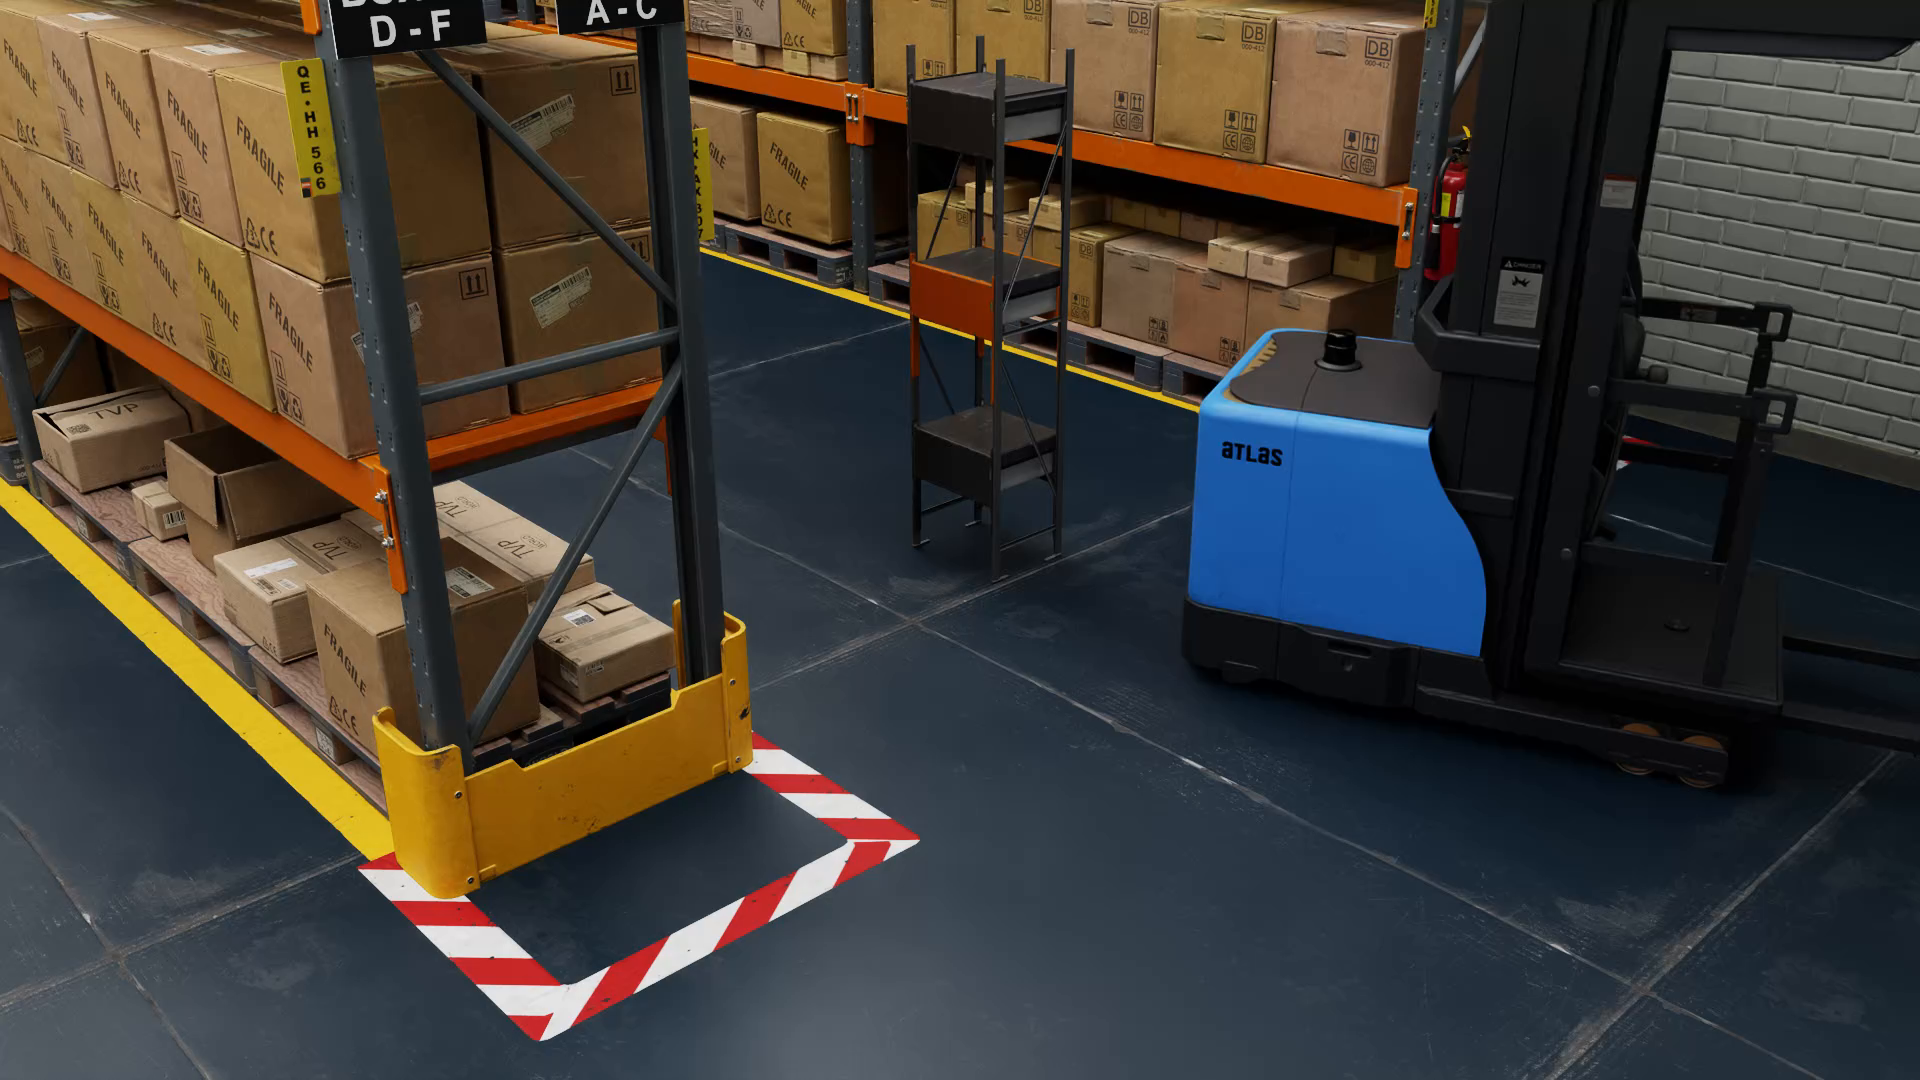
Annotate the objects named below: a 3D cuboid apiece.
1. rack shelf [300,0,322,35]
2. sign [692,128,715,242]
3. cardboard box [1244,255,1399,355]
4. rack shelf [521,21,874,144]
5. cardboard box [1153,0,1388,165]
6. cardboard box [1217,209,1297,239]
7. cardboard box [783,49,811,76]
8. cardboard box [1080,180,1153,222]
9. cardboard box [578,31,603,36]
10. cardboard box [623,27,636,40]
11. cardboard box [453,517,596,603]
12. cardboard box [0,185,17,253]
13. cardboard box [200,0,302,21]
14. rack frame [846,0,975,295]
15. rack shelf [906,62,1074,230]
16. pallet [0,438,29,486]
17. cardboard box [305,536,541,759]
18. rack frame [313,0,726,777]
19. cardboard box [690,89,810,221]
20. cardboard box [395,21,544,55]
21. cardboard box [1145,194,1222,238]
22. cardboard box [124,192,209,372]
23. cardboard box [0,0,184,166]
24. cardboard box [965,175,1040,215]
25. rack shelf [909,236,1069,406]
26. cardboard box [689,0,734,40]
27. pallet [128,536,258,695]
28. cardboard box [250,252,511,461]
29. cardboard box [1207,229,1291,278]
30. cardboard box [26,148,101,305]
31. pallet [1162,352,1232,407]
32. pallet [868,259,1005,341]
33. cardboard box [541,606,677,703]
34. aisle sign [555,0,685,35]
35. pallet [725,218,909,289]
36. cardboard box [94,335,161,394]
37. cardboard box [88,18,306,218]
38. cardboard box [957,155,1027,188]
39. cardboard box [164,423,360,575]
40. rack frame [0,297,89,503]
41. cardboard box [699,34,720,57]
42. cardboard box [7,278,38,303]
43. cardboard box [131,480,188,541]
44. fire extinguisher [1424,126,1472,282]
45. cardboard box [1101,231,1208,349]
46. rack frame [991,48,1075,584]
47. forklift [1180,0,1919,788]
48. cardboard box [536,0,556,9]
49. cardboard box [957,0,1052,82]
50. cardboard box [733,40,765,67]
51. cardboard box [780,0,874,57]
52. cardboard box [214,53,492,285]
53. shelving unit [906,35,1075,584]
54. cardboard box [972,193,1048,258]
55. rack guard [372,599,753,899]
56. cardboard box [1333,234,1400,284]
[{"bbox_3d":[-2.531,-2.128,5.554,1.077,0.370,4.000,-21,32,-38],"label":"rack shelf"},{"bbox_3d":[-0.768,-1.033,4.857,0.100,0.325,0.005,-21,32,-38],"label":"sign"},{"bbox_3d":[1.898,-1.129,8.616,0.700,0.500,0.500,-21,32,-38],"label":"cardboard box"},{"bbox_3d":[-1.652,-3.382,11.916,1.077,0.370,4.000,-21,32,-38],"label":"rack shelf"},{"bbox_3d":[1.588,-2.397,8.528,0.980,0.700,0.700,-22,32,-39],"label":"cardboard box"},{"bbox_3d":[1.612,-1.672,9.025,0.380,0.149,0.250,-21,32,-38],"label":"cardboard box"},{"bbox_3d":[-0.912,-3.090,10.688,0.380,0.149,0.250,-21,32,-38],"label":"cardboard box"},{"bbox_3d":[0.912,-1.981,9.703,0.380,0.149,0.250,-21,32,-38],"label":"cardboard box"},{"bbox_3d":[-2.677,-3.861,12.378,0.380,0.149,0.250,-20,31,-37],"label":"cardboard box"},{"bbox_3d":[-2.231,-3.744,12.121,0.380,0.149,0.250,-20,31,-37],"label":"cardboard box"},{"bbox_3d":[-1.670,0.169,6.048,0.500,0.250,0.500,-21,32,-38],"label":"cardboard box"},{"bbox_3d":[-3.749,-1.511,6.827,0.500,0.500,0.500,-20,31,-37],"label":"cardboard box"},{"bbox_3d":[-2.324,-1.657,5.944,0.500,0.500,0.500,-22,32,-39],"label":"cardboard box"},{"bbox_3d":[-0.285,-3.103,10.438,1.000,3.000,0.127,-21,32,-38],"label":"rack frame"},{"bbox_3d":[0.113,-1.530,6.419,0.431,0.518,0.480,-21,32,-38],"label":"rack shelf"},{"bbox_3d":[-4.482,-0.664,8.451,1.003,0.211,1.213,-21,32,-38],"label":"pallet"},{"bbox_3d":[-1.716,0.357,5.335,0.500,0.500,0.500,-21,32,-38],"label":"cardboard box"},{"bbox_3d":[-1.164,-0.485,4.699,1.000,3.000,0.127,-21,32,-38],"label":"rack frame"},{"bbox_3d":[-1.434,-2.745,11.737,0.750,0.750,0.750,-20,31,-37],"label":"cardboard box"},{"bbox_3d":[-1.638,-1.351,5.272,0.500,0.500,0.500,-21,32,-38],"label":"cardboard box"},{"bbox_3d":[1.261,-1.826,9.364,0.380,0.149,0.250,-21,32,-38],"label":"cardboard box"},{"bbox_3d":[-2.363,-0.898,5.484,0.500,0.500,0.500,-21,32,-38],"label":"cardboard box"},{"bbox_3d":[-3.077,-1.663,5.955,0.500,0.500,0.500,-22,33,-40],"label":"cardboard box"},{"bbox_3d":[0.252,-2.041,9.834,0.380,0.149,0.250,-20,31,-37],"label":"cardboard box"},{"bbox_3d":[0.113,-0.893,6.710,0.431,0.518,0.480,-21,32,-38],"label":"rack shelf"},{"bbox_3d":[-1.477,-3.668,11.173,0.500,0.500,0.500,-21,32,-38],"label":"cardboard box"},{"bbox_3d":[-2.591,0.150,6.667,1.003,0.211,1.213,-21,32,-38],"label":"pallet"},{"bbox_3d":[-1.669,-0.589,4.807,0.500,0.500,0.500,-20,31,-37],"label":"cardboard box"},{"bbox_3d":[1.502,-1.488,8.623,0.380,0.149,0.250,-20,31,-37],"label":"cardboard box"},{"bbox_3d":[-3.056,-1.204,6.155,0.500,0.500,0.500,-21,32,-39],"label":"cardboard box"},{"bbox_3d":[1.846,-0.843,8.843,1.003,0.211,1.213,-21,32,-38],"label":"pallet"},{"bbox_3d":[0.178,-1.582,10.464,1.003,0.211,1.213,-21,32,-38],"label":"pallet"},{"bbox_3d":[-1.199,0.388,5.691,0.380,0.149,0.250,-21,32,-38],"label":"cardboard box"},{"bbox_3d":[-0.903,-1.730,4.297,0.394,0.787,0.004,-21,32,-38],"label":"aisle sign"},{"bbox_3d":[-0.867,-2.047,11.483,1.003,0.211,1.213,-21,32,-38],"label":"pallet"},{"bbox_3d":[-4.051,-0.975,8.256,0.500,0.500,0.500,22,33,39],"label":"cardboard box"},{"bbox_3d":[-2.373,-1.351,5.272,0.500,0.500,0.500,-20,31,-37],"label":"cardboard box"},{"bbox_3d":[0.197,-2.297,10.395,0.380,0.149,0.250,-21,32,-39],"label":"cardboard box"},{"bbox_3d":[-2.610,-0.194,6.538,0.797,0.503,0.637,-21,32,-38],"label":"cardboard box"},{"bbox_3d":[-3.898,-1.697,7.356,1.000,3.000,0.127,-21,32,-38],"label":"rack frame"},{"bbox_3d":[-1.559,-3.418,11.406,0.380,0.149,0.250,-22,33,-40],"label":"cardboard box"},{"bbox_3d":[-4.776,-0.980,8.266,0.500,0.500,0.500,-21,32,-38],"label":"cardboard box"},{"bbox_3d":[-3.171,-0.160,6.871,0.380,0.166,0.250,-21,32,-38],"label":"cardboard box"},{"bbox_3d":[2.215,-1.510,7.488,0.296,0.674,0.183,-21,32,-38],"label":"fire extinguisher"},{"bbox_3d":[1.212,-1.433,9.282,0.500,0.500,0.700,23,33,40],"label":"cardboard box"},{"bbox_3d":[0.280,-0.831,6.542,0.400,2.100,0.015,-21,32,-38],"label":"rack frame"},{"bbox_3d":[2.380,-0.771,5.408,3.031,2.935,1.130,10,27,22],"label":"forklift"},{"bbox_3d":[-2.873,-4.285,12.526,0.500,0.500,0.500,-20,31,-37],"label":"cardboard box"},{"bbox_3d":[0.569,-2.848,9.518,0.980,0.700,0.700,-22,33,-40],"label":"cardboard box"},{"bbox_3d":[-1.280,-3.245,11.027,0.380,0.149,0.250,-21,32,-38],"label":"cardboard box"},{"bbox_3d":[-0.784,-3.362,10.502,0.500,0.500,0.500,-22,32,-39],"label":"cardboard box"},{"bbox_3d":[-1.669,-1.042,4.595,0.500,0.500,0.500,-22,32,-39],"label":"cardboard box"},{"bbox_3d":[0.113,-0.905,6.704,0.431,2.100,0.503,-21,32,-38],"label":"shelving unit"},{"bbox_3d":[0.493,-1.748,9.974,0.700,0.500,0.500,-22,32,-39],"label":"cardboard box"},{"bbox_3d":[-1.216,0.629,5.268,1.175,0.500,0.348,-21,32,-38],"label":"rack guard"},{"bbox_3d":[2.129,-1.443,8.523,0.380,0.149,0.250,-21,32,-38],"label":"cardboard box"}]
